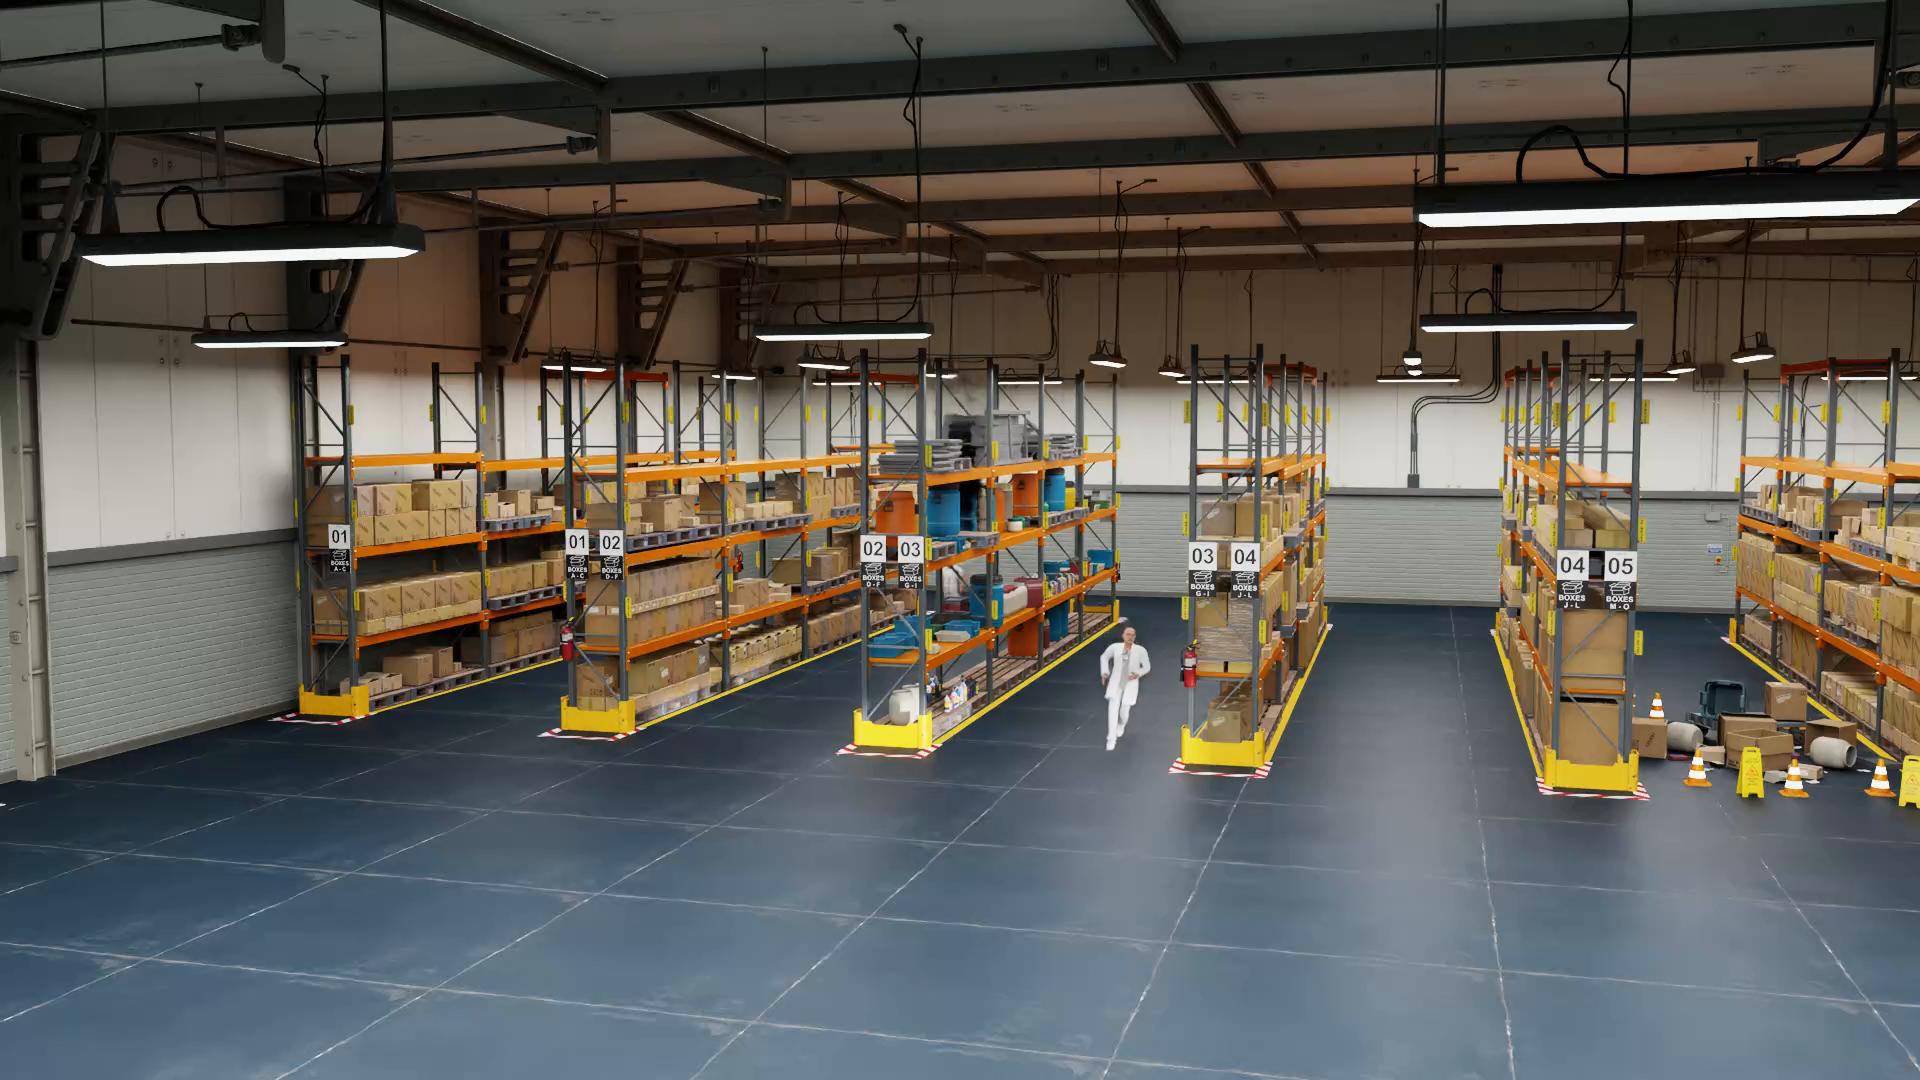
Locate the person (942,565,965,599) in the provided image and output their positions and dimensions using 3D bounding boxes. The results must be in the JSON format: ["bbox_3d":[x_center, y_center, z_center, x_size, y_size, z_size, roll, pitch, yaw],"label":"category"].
[{"bbox_3d":[-0.243,1.216,38.961,0.655,1.784,0.685,1,4,10],"label":"person"}]

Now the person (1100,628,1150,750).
[{"bbox_3d":[2.435,2.166,24.566,0.749,1.762,0.935,1,4,10],"label":"person"}]
